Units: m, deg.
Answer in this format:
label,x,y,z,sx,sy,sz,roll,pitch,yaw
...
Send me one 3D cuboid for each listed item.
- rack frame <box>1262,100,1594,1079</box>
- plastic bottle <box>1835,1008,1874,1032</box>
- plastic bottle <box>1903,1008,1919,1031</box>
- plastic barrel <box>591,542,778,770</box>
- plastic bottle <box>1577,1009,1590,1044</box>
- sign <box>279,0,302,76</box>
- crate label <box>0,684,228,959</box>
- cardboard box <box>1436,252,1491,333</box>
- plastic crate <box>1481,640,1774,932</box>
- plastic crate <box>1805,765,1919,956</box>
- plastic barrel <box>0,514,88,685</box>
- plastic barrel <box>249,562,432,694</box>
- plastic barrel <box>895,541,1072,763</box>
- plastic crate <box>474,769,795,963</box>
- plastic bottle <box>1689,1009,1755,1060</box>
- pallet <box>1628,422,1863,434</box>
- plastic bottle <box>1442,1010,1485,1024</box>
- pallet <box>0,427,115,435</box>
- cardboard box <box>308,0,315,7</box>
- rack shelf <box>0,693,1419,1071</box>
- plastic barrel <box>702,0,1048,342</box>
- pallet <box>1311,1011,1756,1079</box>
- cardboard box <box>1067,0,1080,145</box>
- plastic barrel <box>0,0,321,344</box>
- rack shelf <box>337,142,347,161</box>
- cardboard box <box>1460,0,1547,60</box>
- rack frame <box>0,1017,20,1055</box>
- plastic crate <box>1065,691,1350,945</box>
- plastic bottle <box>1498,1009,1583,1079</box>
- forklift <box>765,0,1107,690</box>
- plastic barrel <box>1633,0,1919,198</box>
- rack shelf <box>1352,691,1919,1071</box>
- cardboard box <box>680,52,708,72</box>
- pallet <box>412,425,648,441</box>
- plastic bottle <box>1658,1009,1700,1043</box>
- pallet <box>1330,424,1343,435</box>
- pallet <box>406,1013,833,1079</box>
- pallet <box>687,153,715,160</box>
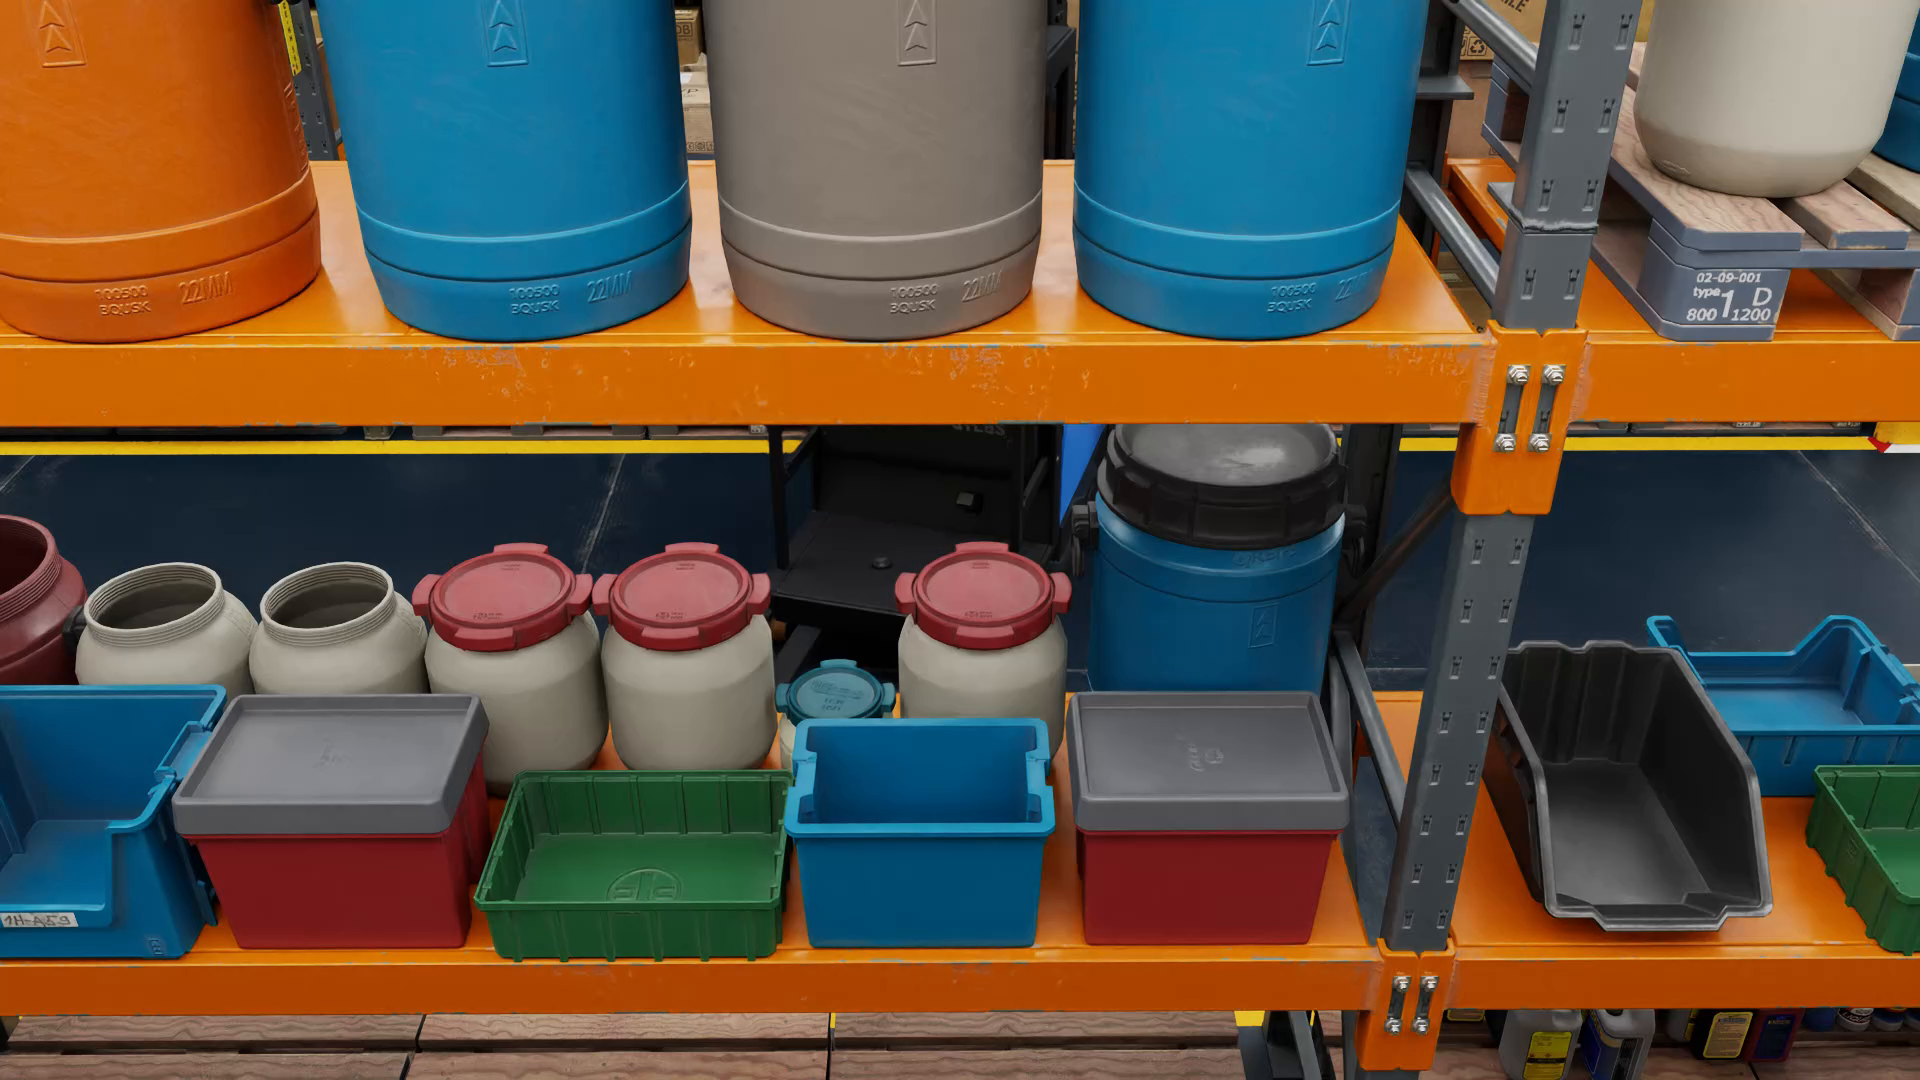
label,x,y,z,sx,sy,sz,roll,pitch,yaw
rack frame,1.015,0.504,4.028,0.127,3.000,1.000,0,31,0
plastic bottle,2.658,1.346,4.914,0.097,0.201,0.097,0,31,0
plastic bottle,2.858,1.315,4.897,0.097,0.271,0.097,0,31,0
plastic barrel,-0.676,0.337,4.171,0.433,0.535,0.433,0,31,0
plastic bottle,1.849,1.296,4.851,0.185,0.351,0.144,-2,31,-3
sign,-3.008,-2.260,7.466,0.005,0.325,0.100,0,31,0
crate label,-1.990,0.639,3.772,0.616,0.435,0.502,0,31,0
cardboard box,2.579,-1.205,8.849,0.500,0.500,0.500,-3,31,-5
plastic crate,1.540,0.595,3.938,0.504,0.338,0.767,0,31,0
plastic crate,2.374,0.737,3.848,0.662,0.188,0.450,0,31,0
plastic barrel,-2.522,0.300,4.233,0.708,0.536,0.600,0,31,0
plastic barrel,-1.536,0.353,4.168,0.421,0.512,0.421,0,31,0
plastic barrel,0.057,0.335,4.175,0.433,0.535,0.433,0,31,0
plastic crate,-0.725,0.747,3.832,0.662,0.188,0.450,0,31,0
plastic bottle,2.199,1.377,4.783,0.133,0.283,0.061,0,31,0
pallet,4.097,-0.901,9.032,1.213,0.211,1.003,0,31,0
plastic bottle,1.494,1.305,4.902,0.133,0.283,0.061,1,31,2
pallet,-5.020,-0.895,9.021,1.213,0.211,1.003,0,31,0
cardboard box,-5.160,-3.912,12.588,0.500,0.250,0.500,1,31,2
rack shelf,-0.985,0.818,4.204,4.000,0.370,1.077,0,31,0
plastic barrel,-0.146,-0.876,2.928,0.600,0.901,0.600,0,31,0
pallet,1.687,1.716,4.719,1.213,0.211,1.003,0,31,0
cardboard box,0.190,-2.571,8.113,1.000,1.000,1.000,0,31,0
plastic barrel,-1.508,-0.842,2.939,0.708,0.830,0.600,0,31,0
rack shelf,-5.015,-1.739,8.418,4.000,0.370,1.077,0,31,0
cardboard box,2.437,-2.536,7.690,0.500,0.500,0.500,0,31,0
rack frame,-2.985,0.517,4.007,0.127,3.000,1.000,0,31,0
plastic crate,0.533,0.637,3.747,0.583,0.464,0.402,0,31,0
plastic bottle,1.658,1.372,4.727,0.185,0.351,0.144,0,31,0
forklift,-0.183,-0.898,6.405,1.130,2.935,3.031,8,32,14
plastic barrel,1.447,-0.905,2.946,0.421,0.512,0.421,0,31,0
rack shelf,3.015,0.805,4.224,4.000,0.370,1.077,0,31,0
cardboard box,-1.349,-2.320,8.407,0.258,0.266,0.396,-1,31,-2
pallet,-2.233,-0.862,8.967,1.213,0.211,1.003,0,31,0
plastic bottle,2.172,1.295,4.853,0.185,0.351,0.144,0,31,-1
pallet,1.657,-0.893,9.019,1.213,0.211,1.003,0,31,0
pallet,-0.993,1.724,4.705,1.213,0.211,1.003,0,31,0
pallet,-1.035,-1.998,8.336,1.213,0.211,1.003,0,31,0
